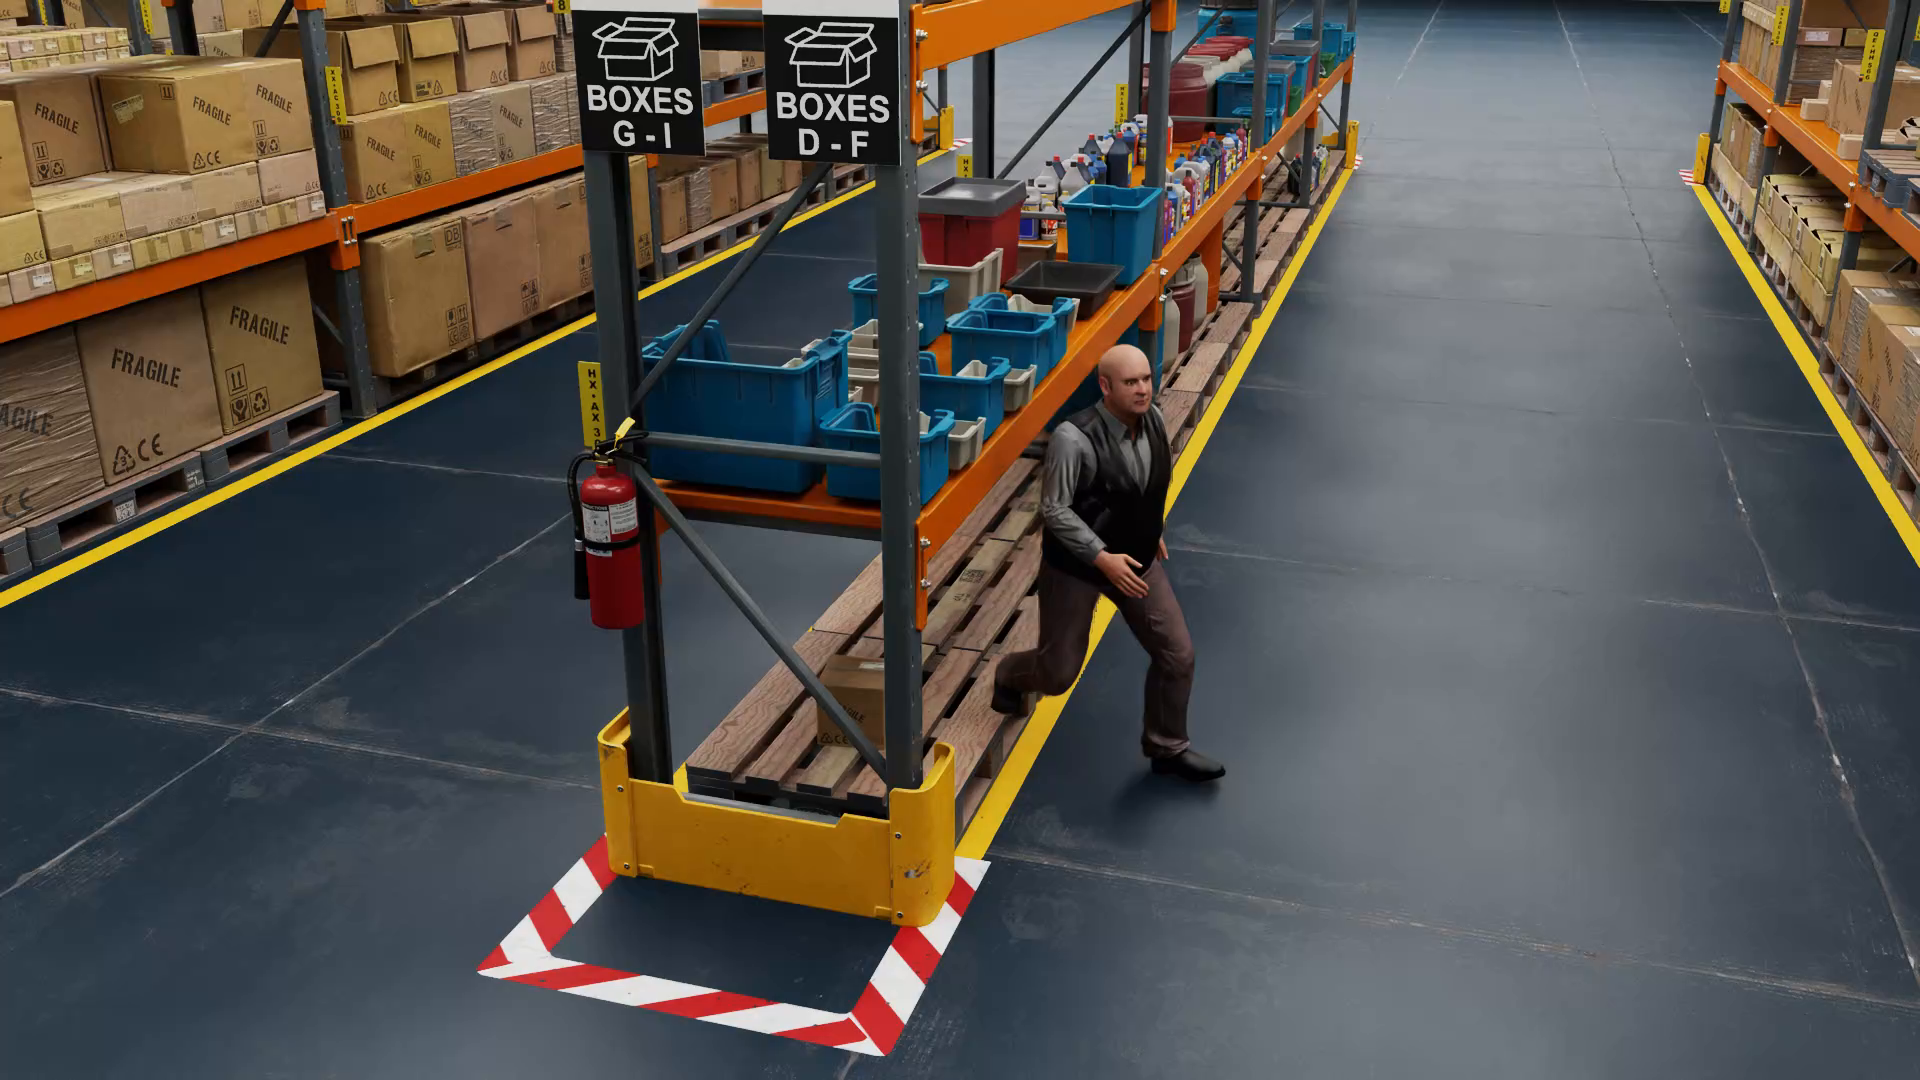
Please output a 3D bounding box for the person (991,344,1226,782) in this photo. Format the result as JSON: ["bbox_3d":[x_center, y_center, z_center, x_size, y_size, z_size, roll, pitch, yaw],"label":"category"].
[{"bbox_3d":[0.510,0.077,6.036,0.672,1.665,0.872,-12,25,-28],"label":"person"}]
